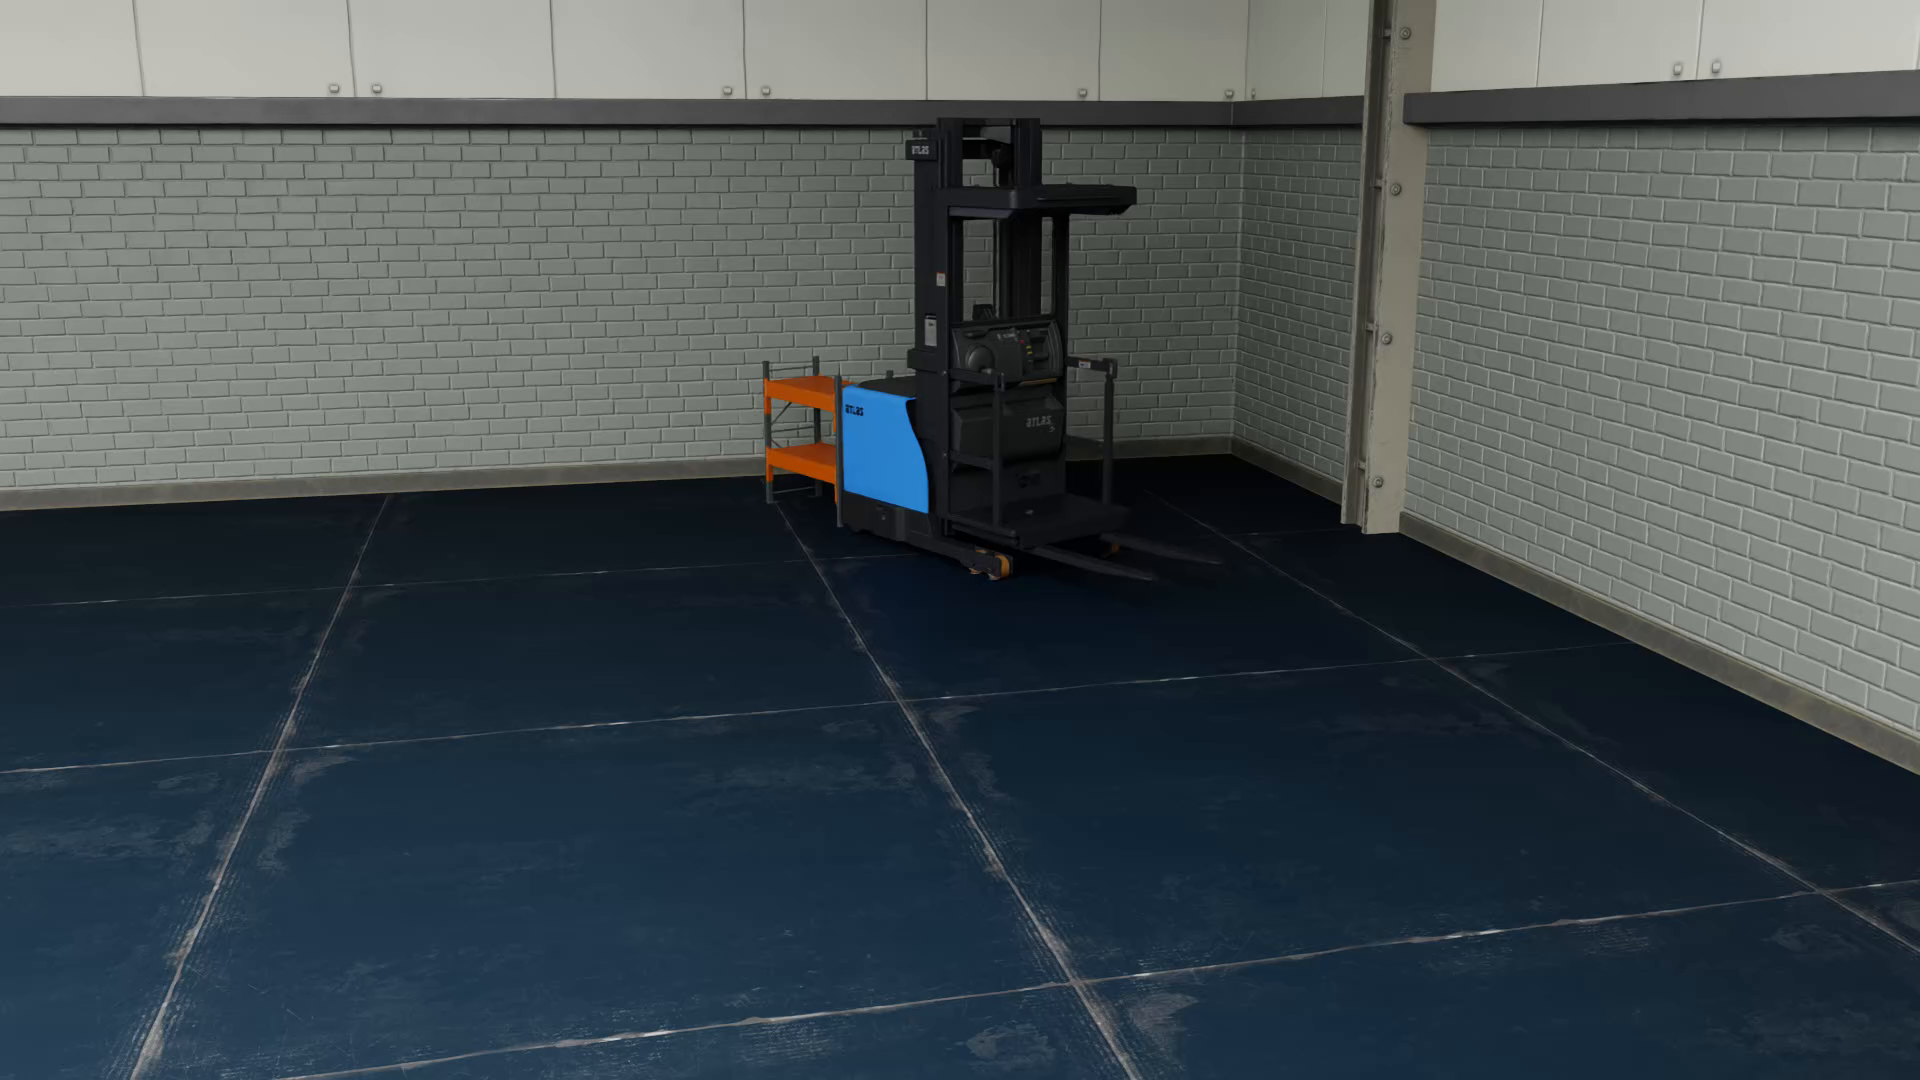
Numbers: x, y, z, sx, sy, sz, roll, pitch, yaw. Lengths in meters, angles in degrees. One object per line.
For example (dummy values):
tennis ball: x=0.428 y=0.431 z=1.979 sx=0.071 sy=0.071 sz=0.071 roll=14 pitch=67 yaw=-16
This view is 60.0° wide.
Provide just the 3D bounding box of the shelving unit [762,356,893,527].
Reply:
shelving unit: x=-1.011 y=-0.774 z=12.727 sx=0.538 sy=1.125 sz=1.048 roll=-10 pitch=17 yaw=-36

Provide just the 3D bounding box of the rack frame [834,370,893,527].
rack frame: x=-0.703 y=-0.678 z=12.334 sx=0.500 sy=1.125 sz=0.032 roll=-10 pitch=17 yaw=-36

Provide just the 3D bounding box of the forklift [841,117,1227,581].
forklift: x=0.457 y=-1.295 z=11.051 sx=1.130 sy=2.935 sz=3.031 roll=-11 pitch=18 yaw=-38

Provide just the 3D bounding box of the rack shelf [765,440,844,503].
rack shelf: x=-1.011 y=-0.537 z=12.785 sx=0.538 sy=0.278 sz=1.000 roll=-10 pitch=17 yaw=-36

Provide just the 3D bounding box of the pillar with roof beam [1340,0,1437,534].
pillar with roof beam: x=-1.136 y=-4.229 z=10.274 sx=9.100 sy=9.000 sz=0.400 roll=-3 pitch=14 yaw=-13

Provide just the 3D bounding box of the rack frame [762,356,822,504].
rack frame: x=-1.319 y=-0.870 z=13.120 sx=0.500 sy=1.125 sz=0.032 roll=-10 pitch=17 yaw=-36

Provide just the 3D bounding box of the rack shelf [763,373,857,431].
rack shelf: x=-1.011 y=-1.059 z=12.657 sx=0.538 sy=0.278 sz=1.000 roll=-10 pitch=17 yaw=-36
